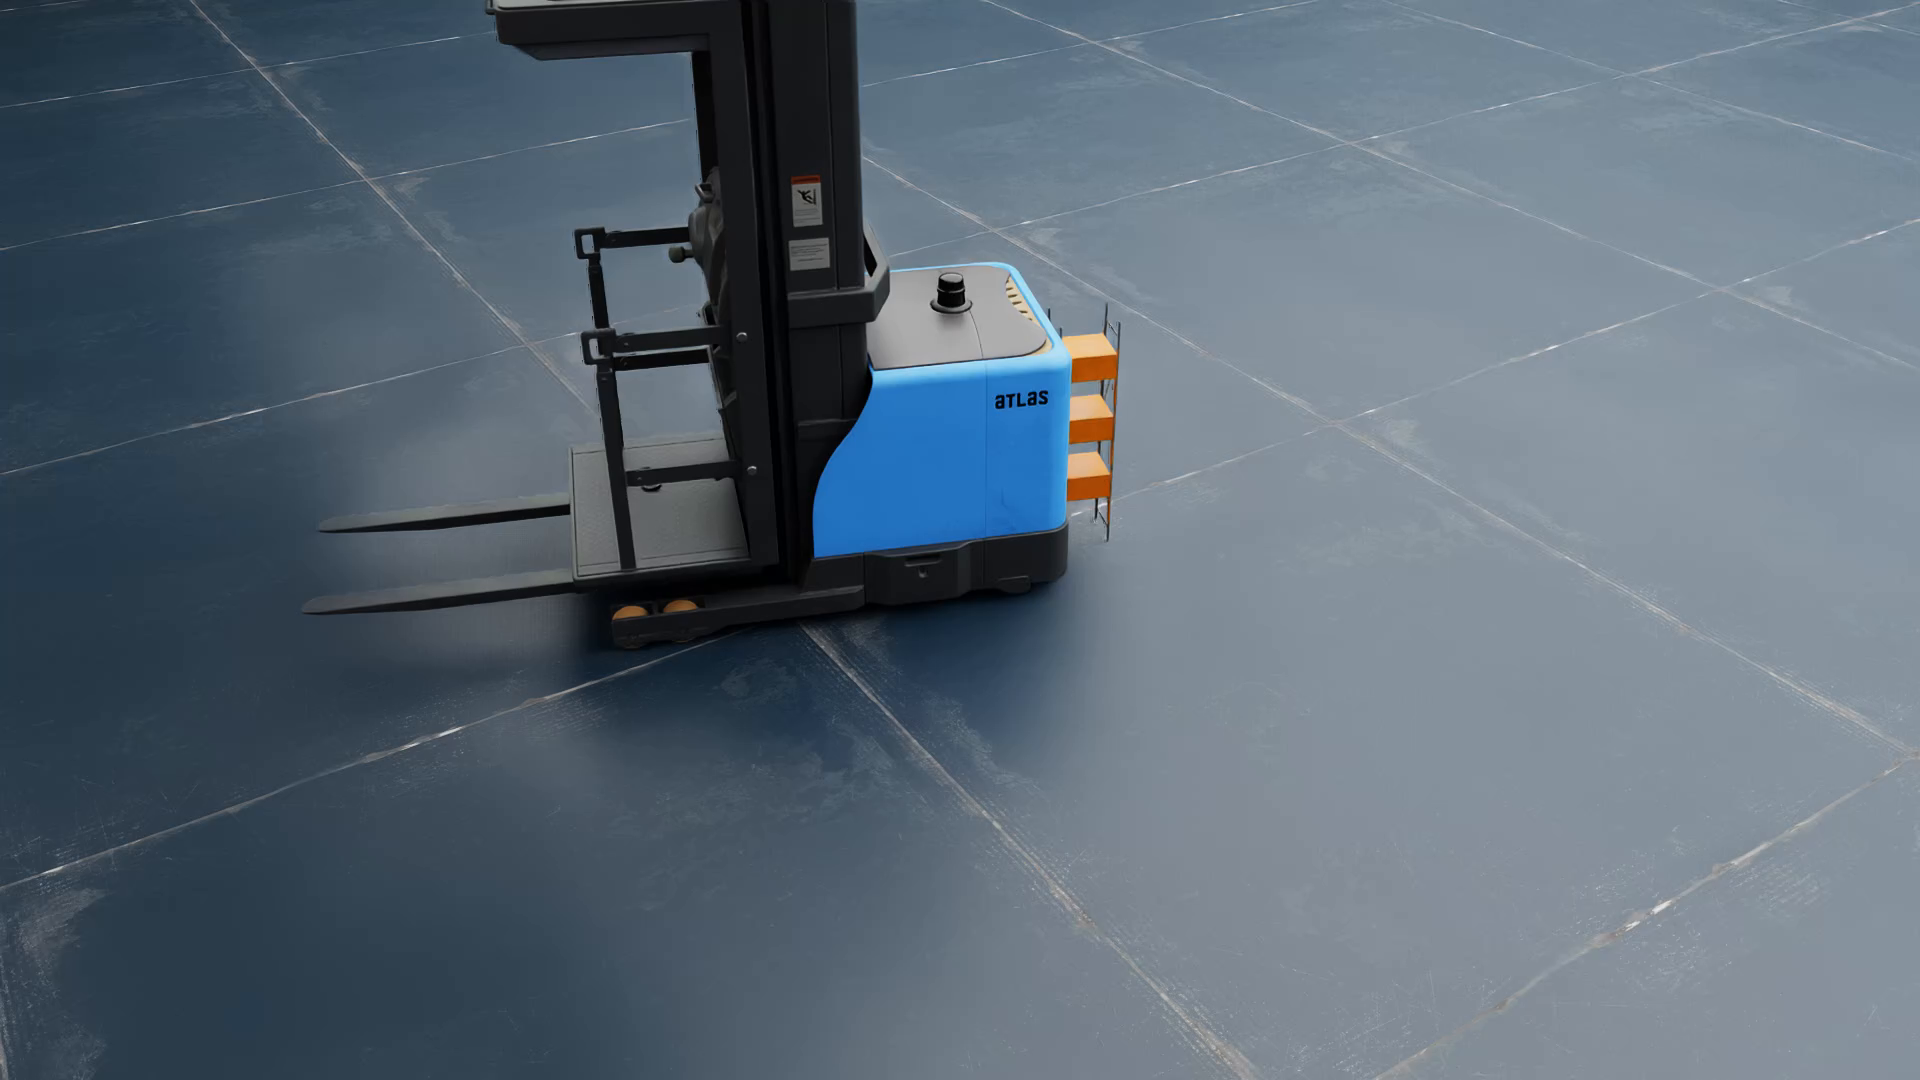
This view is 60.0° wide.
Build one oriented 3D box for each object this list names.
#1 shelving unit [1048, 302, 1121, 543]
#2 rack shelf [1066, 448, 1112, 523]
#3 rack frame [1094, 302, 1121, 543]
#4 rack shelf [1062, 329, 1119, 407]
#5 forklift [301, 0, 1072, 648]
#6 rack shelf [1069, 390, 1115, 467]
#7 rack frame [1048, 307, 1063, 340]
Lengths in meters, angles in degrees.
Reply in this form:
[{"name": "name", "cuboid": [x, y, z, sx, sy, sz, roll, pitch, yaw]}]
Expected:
[{"name": "shelving unit", "cuboid": [0.503, -0.468, 7.008, 0.252, 1.050, 0.215, -7, 33, -10]}, {"name": "rack shelf", "cuboid": [0.503, -0.224, 7.162, 0.240, 0.259, 0.215, -7, 33, -10]}, {"name": "rack frame", "cuboid": [0.622, -0.482, 7.030, 0.008, 1.050, 0.200, -7, 33, -10]}, {"name": "rack shelf", "cuboid": [0.503, -0.699, 6.862, 0.240, 0.259, 0.215, -7, 33, -10]}, {"name": "forklift", "cuboid": [-1.125, -1.120, 6.279, 3.031, 2.935, 1.130, -7, 33, -10]}, {"name": "rack shelf", "cuboid": [0.503, -0.459, 7.013, 0.240, 0.259, 0.215, -7, 33, -10]}, {"name": "rack frame", "cuboid": [0.384, -0.454, 6.985, 0.008, 1.050, 0.200, -7, 33, -10]}]
